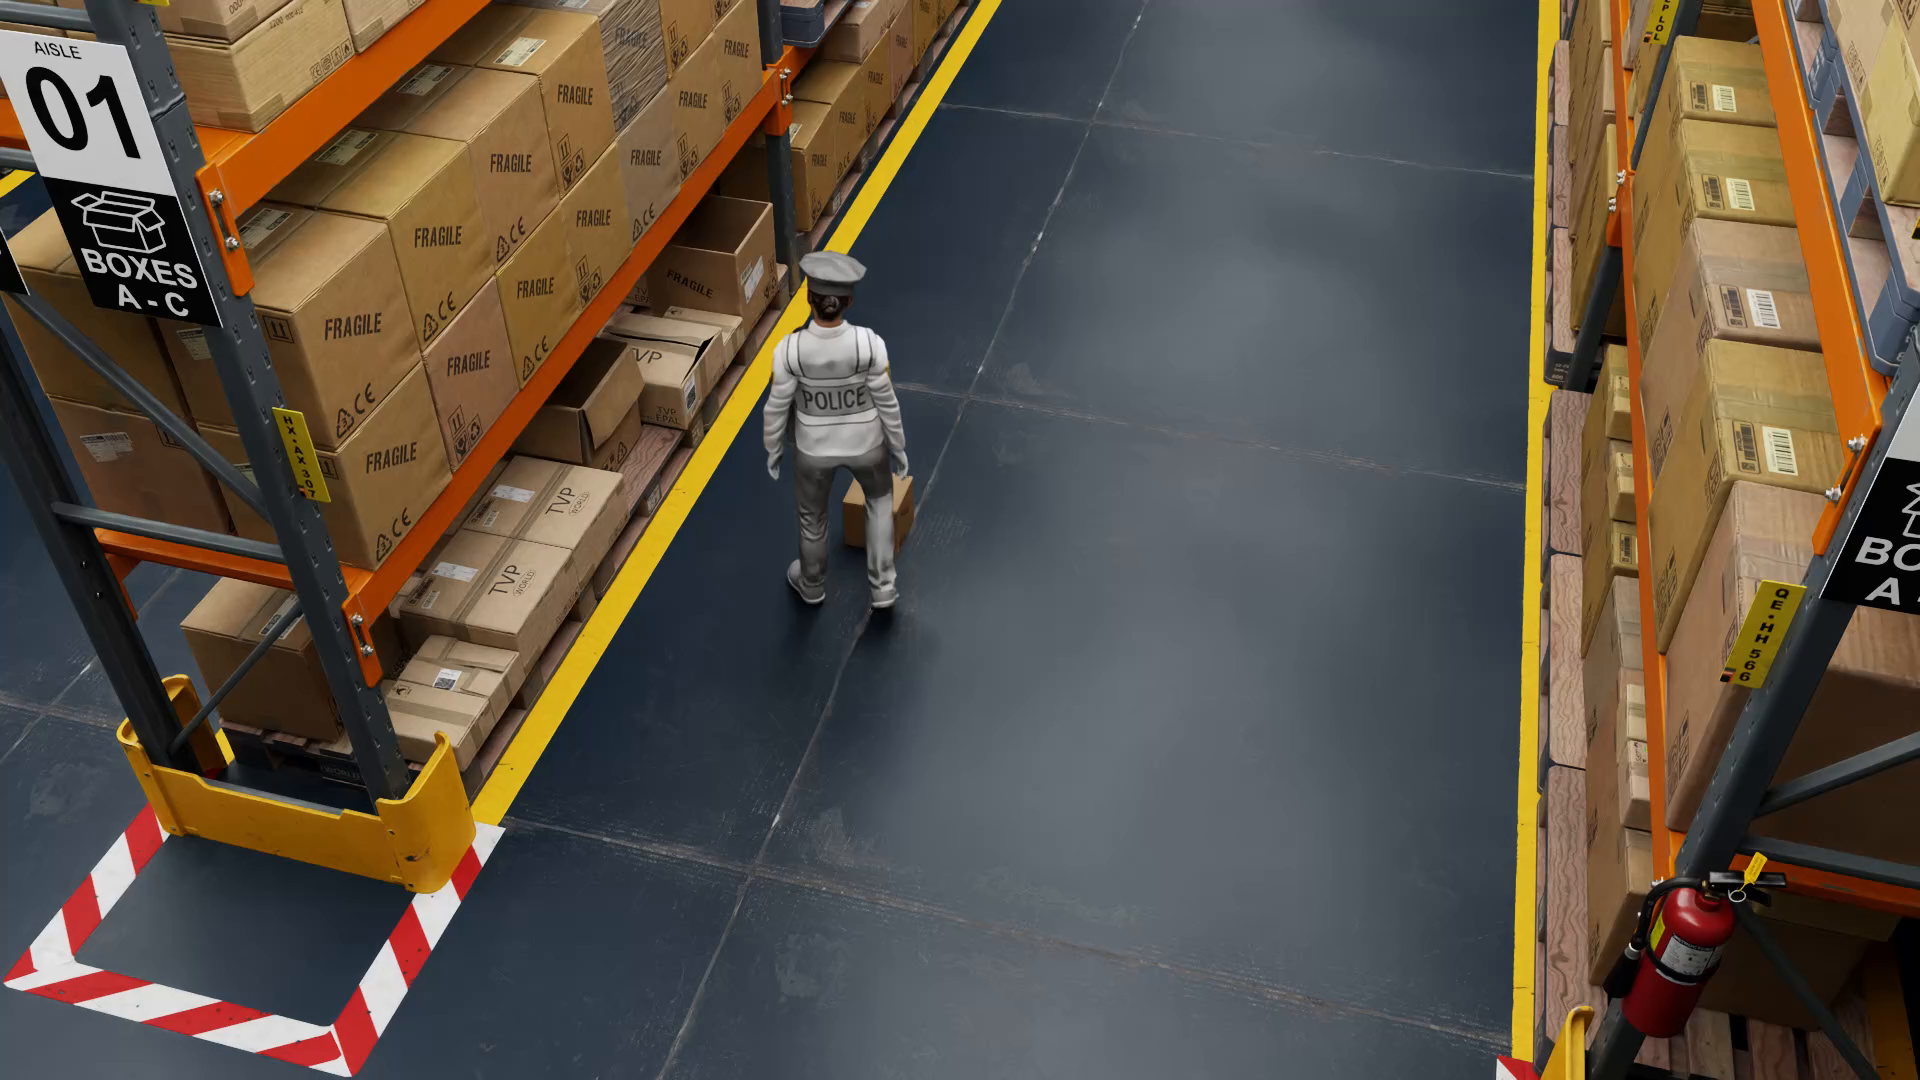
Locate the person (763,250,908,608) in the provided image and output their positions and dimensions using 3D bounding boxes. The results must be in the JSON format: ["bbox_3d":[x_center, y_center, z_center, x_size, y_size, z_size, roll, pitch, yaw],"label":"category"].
[{"bbox_3d":[-0.489,-0.366,6.551,0.558,1.665,0.484,-4,41,-4],"label":"person"}]
